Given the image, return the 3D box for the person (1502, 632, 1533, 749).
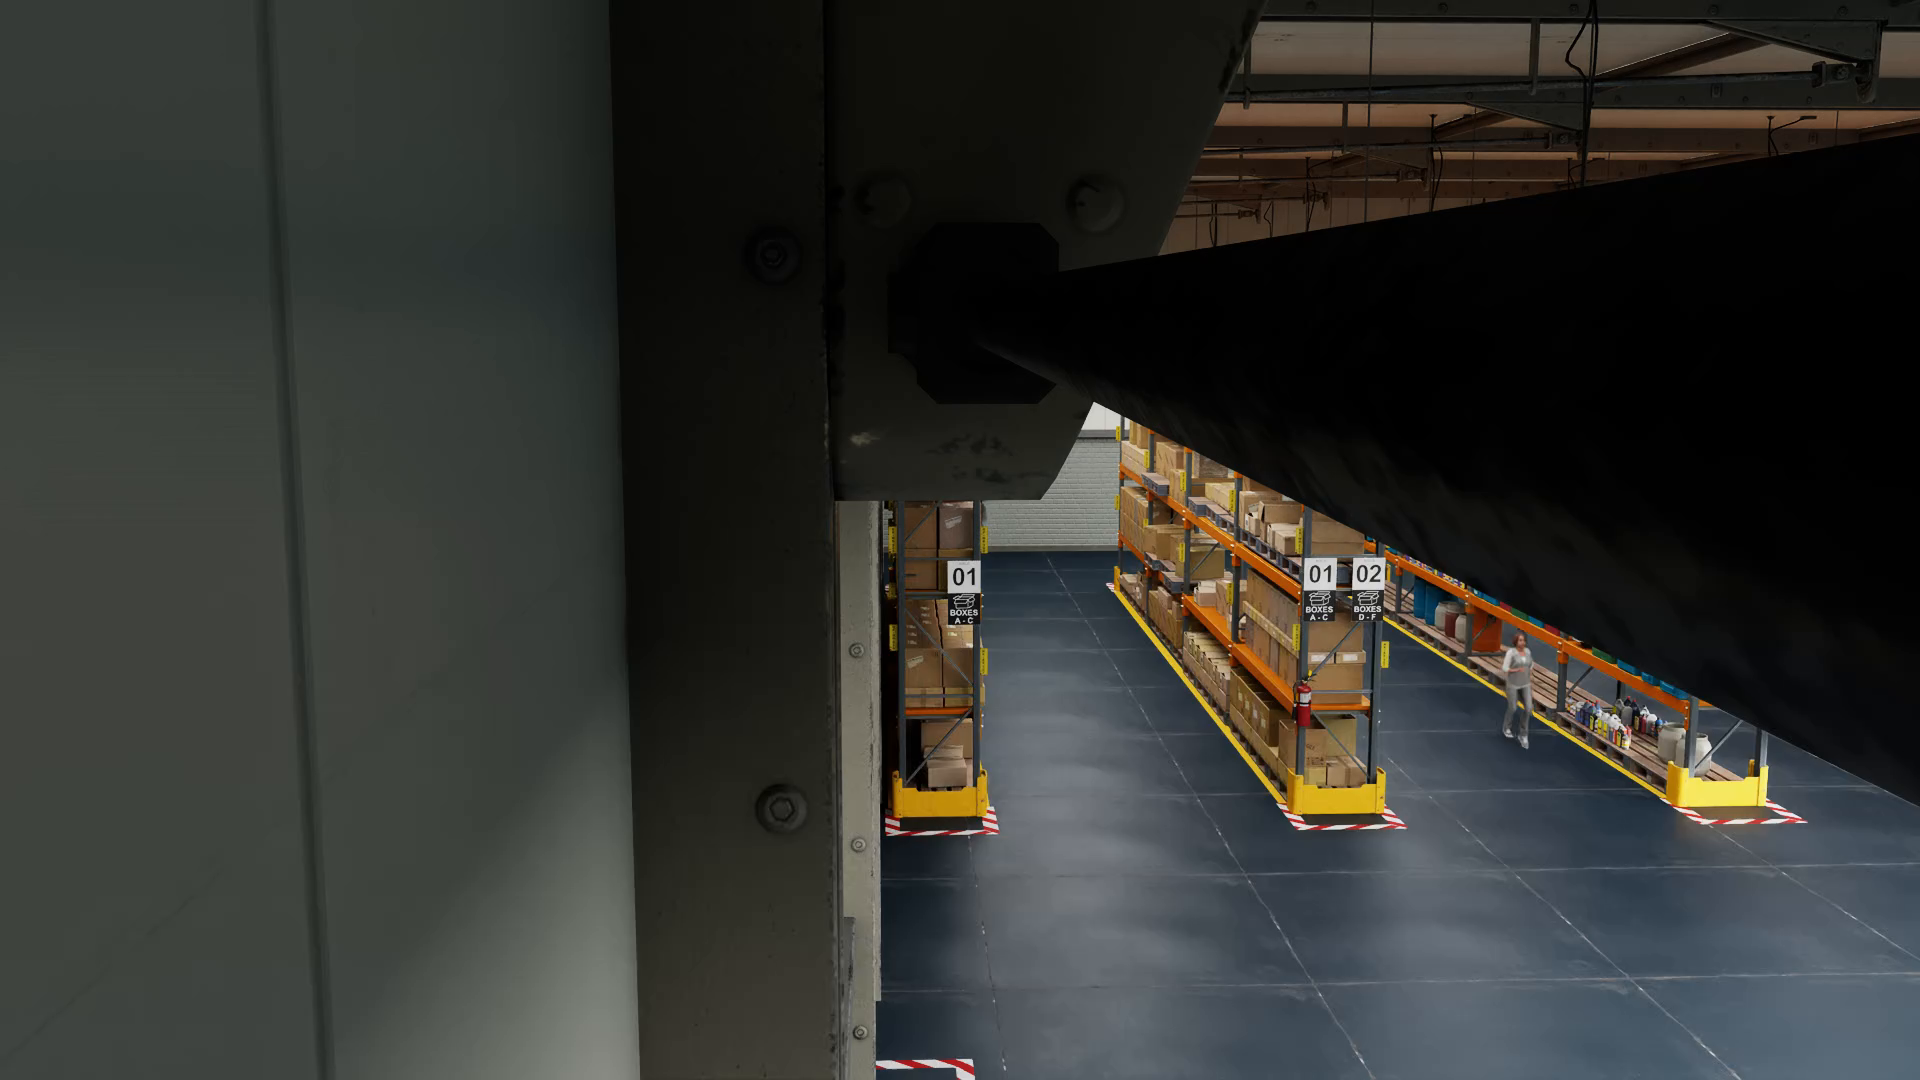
[{"bbox_3d":[7.982,2.131,23.770,0.516,1.639,0.676,0,8,-3],"label":"person"}]
